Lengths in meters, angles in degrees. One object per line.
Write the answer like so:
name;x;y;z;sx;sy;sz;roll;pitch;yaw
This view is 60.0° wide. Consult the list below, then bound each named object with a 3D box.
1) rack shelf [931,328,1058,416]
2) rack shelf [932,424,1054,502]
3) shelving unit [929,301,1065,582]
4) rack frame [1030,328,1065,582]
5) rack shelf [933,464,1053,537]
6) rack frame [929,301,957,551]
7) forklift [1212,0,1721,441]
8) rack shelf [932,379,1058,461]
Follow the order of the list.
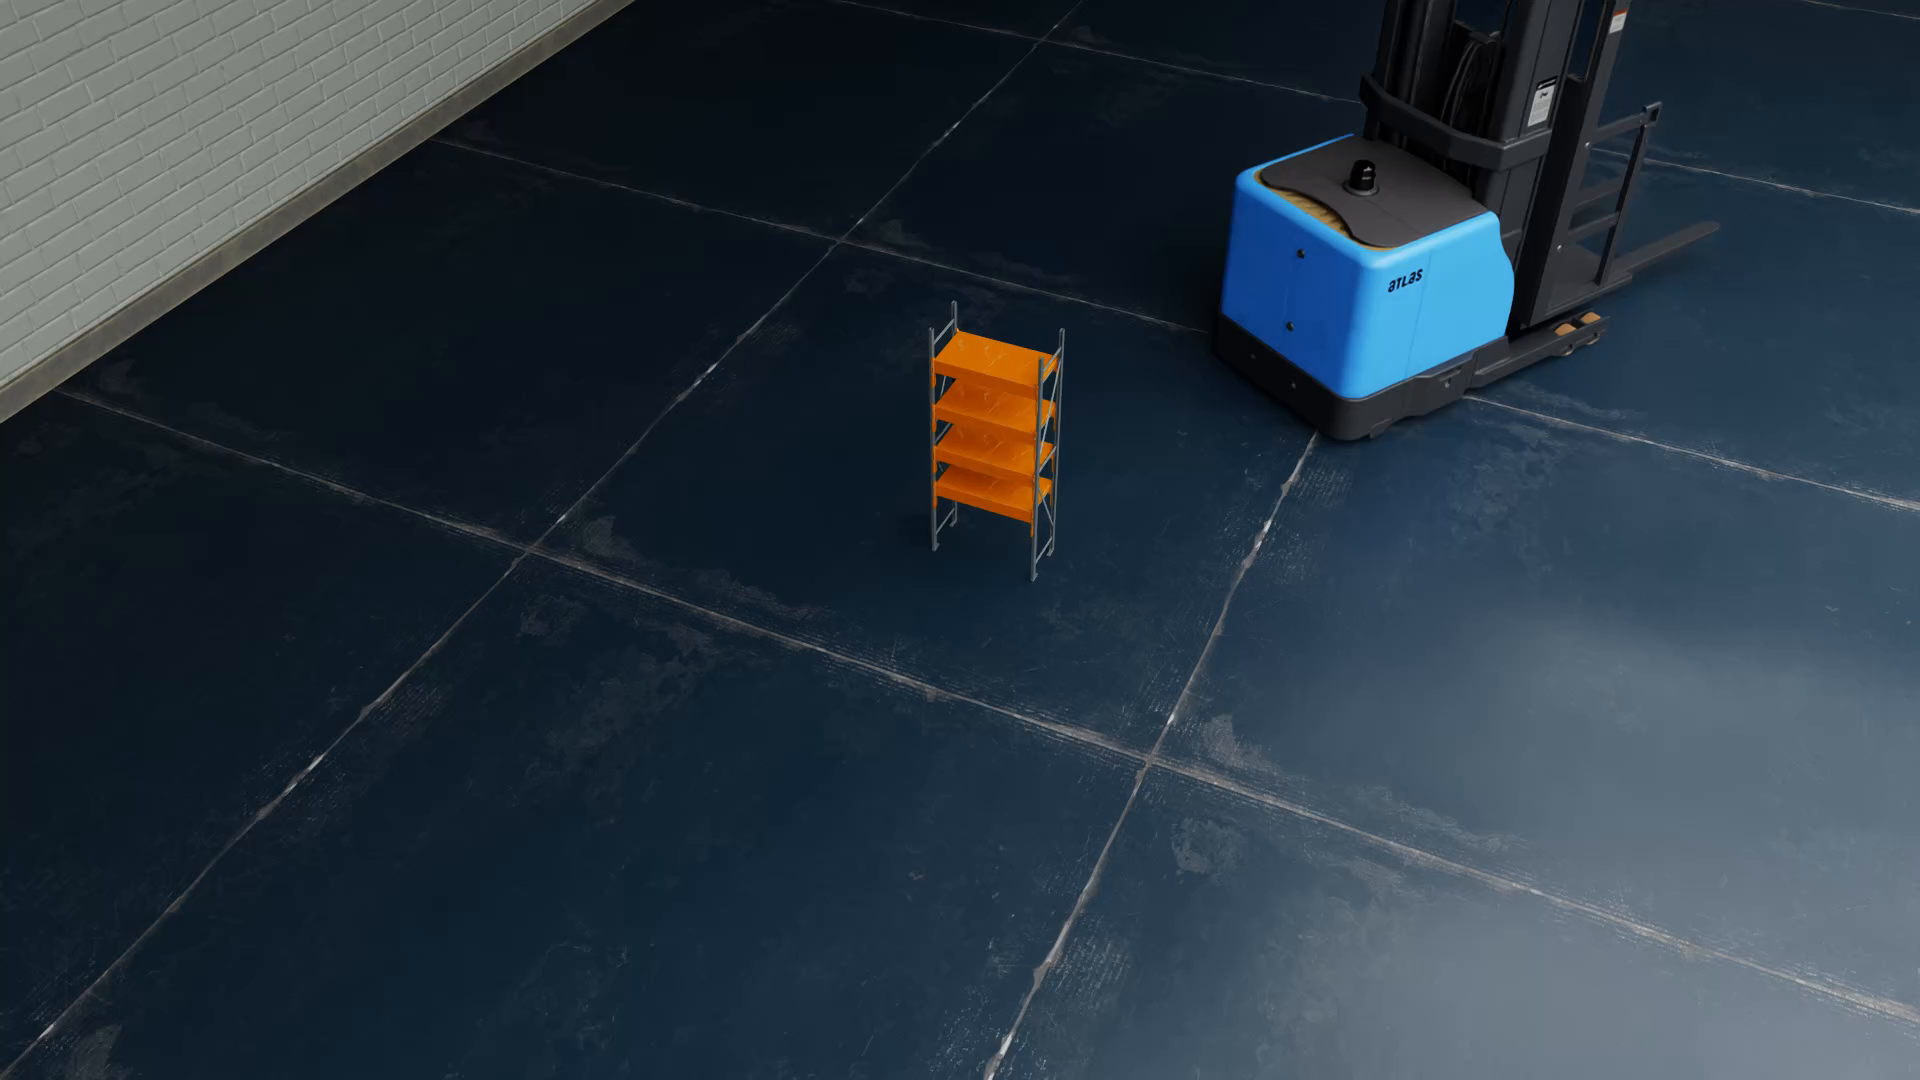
rack shelf;0.150;-0.705;6.931;0.480;0.148;0.258;17;44;19
rack shelf;0.150;-0.357;7.232;0.480;0.148;0.258;17;44;19
shelving unit;0.150;-0.408;7.188;0.503;1.200;0.258;17;44;19
rack frame;0.371;-0.340;7.110;0.015;1.200;0.240;17;44;19
rack shelf;0.150;-0.207;7.362;0.480;0.148;0.258;17;44;19
rack frame;-0.071;-0.475;7.266;0.015;1.200;0.240;17;44;19
forklift;2.827;-2.341;8.098;3.031;2.935;1.130;-23;46;-25
rack shelf;0.150;-0.526;7.086;0.480;0.148;0.258;17;44;19
